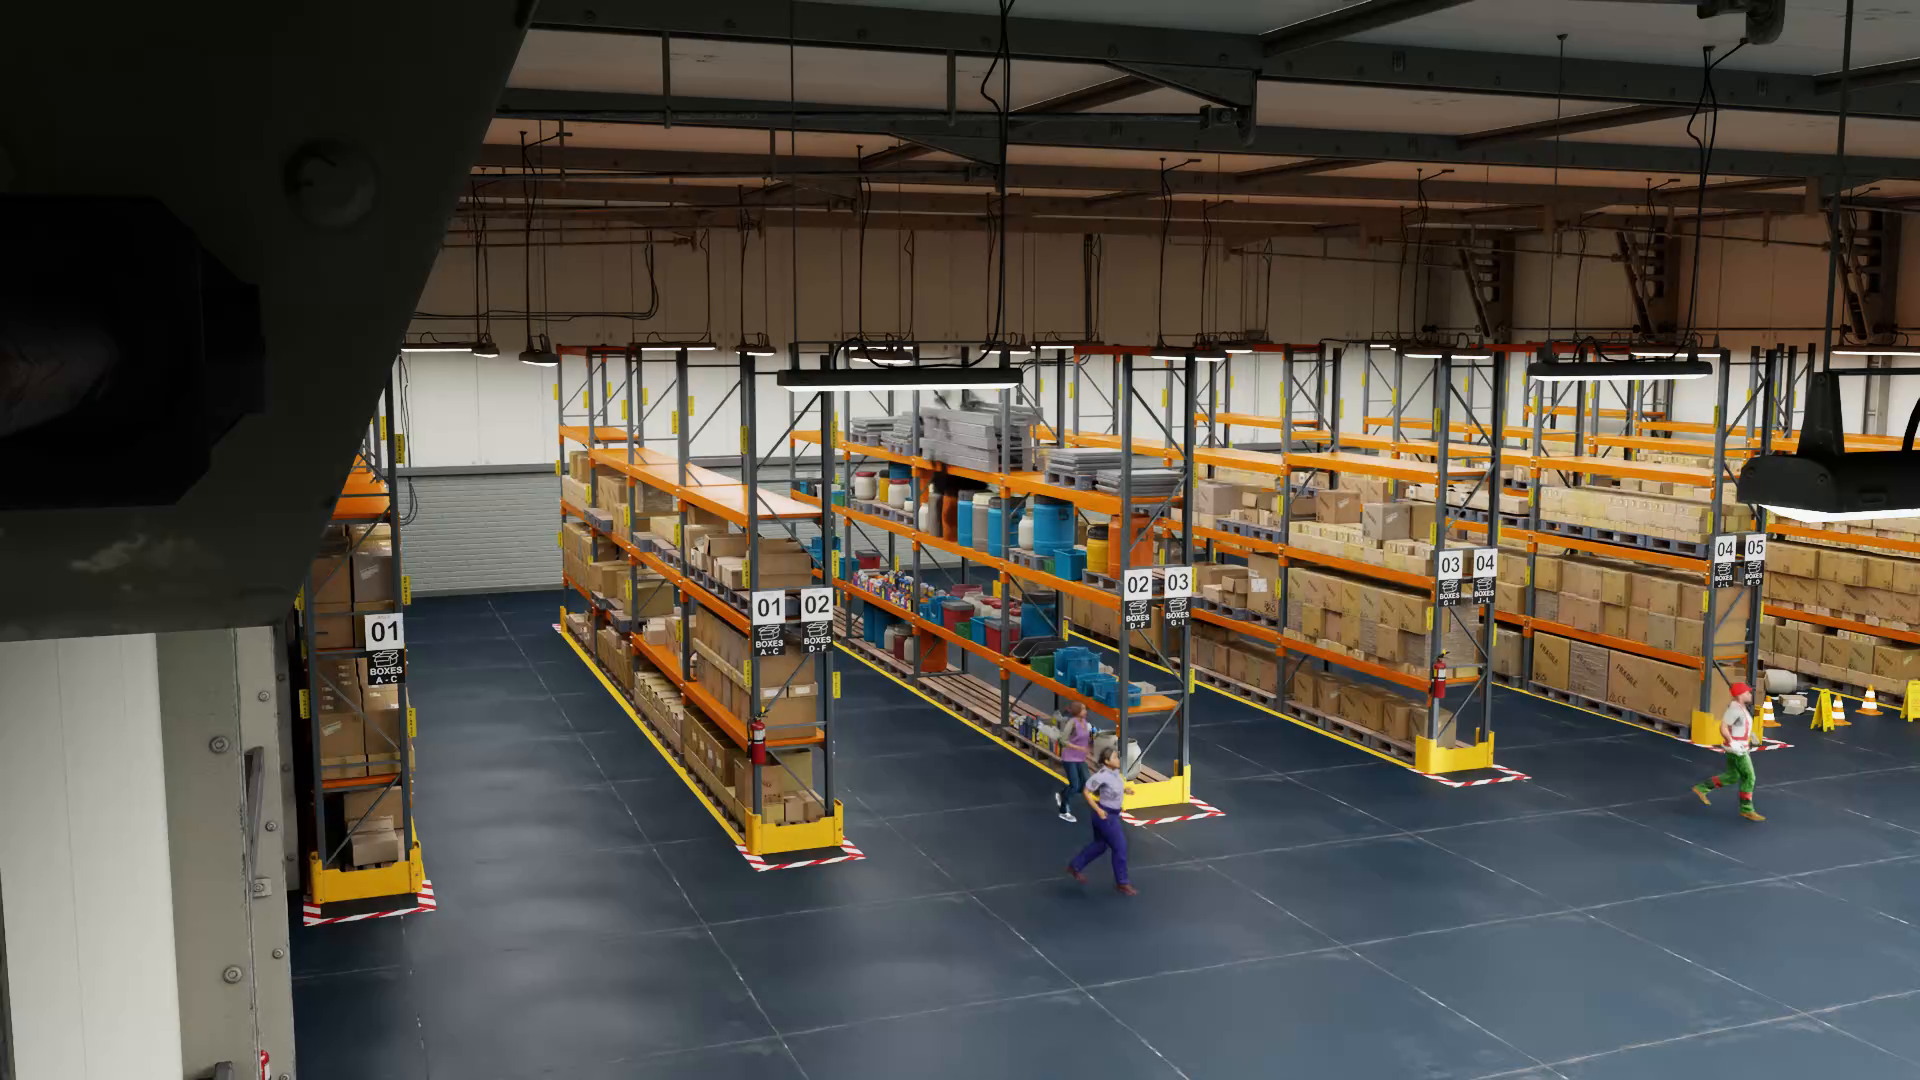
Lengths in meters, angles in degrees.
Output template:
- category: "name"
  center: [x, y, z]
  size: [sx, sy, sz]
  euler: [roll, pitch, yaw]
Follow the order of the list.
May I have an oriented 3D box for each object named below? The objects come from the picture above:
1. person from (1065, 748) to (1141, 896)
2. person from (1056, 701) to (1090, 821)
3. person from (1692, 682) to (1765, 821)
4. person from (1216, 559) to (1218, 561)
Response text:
- category: "person"
  center: [1.621, 3.155, 18.745]
  size: [0.869, 1.667, 0.588]
  euler: [1, 7, 11]
- category: "person"
  center: [1.513, 2.850, 21.514]
  size: [0.570, 1.551, 0.557]
  euler: [6, 9, 40]
- category: "person"
  center: [10.029, 2.722, 21.618]
  size: [0.892, 1.786, 0.668]
  euler: [3, 8, 23]
- category: "person"
  center: [5.163, 1.175, 34.270]
  size: [0.578, 1.708, 0.720]
  euler: [-4, 8, -30]
